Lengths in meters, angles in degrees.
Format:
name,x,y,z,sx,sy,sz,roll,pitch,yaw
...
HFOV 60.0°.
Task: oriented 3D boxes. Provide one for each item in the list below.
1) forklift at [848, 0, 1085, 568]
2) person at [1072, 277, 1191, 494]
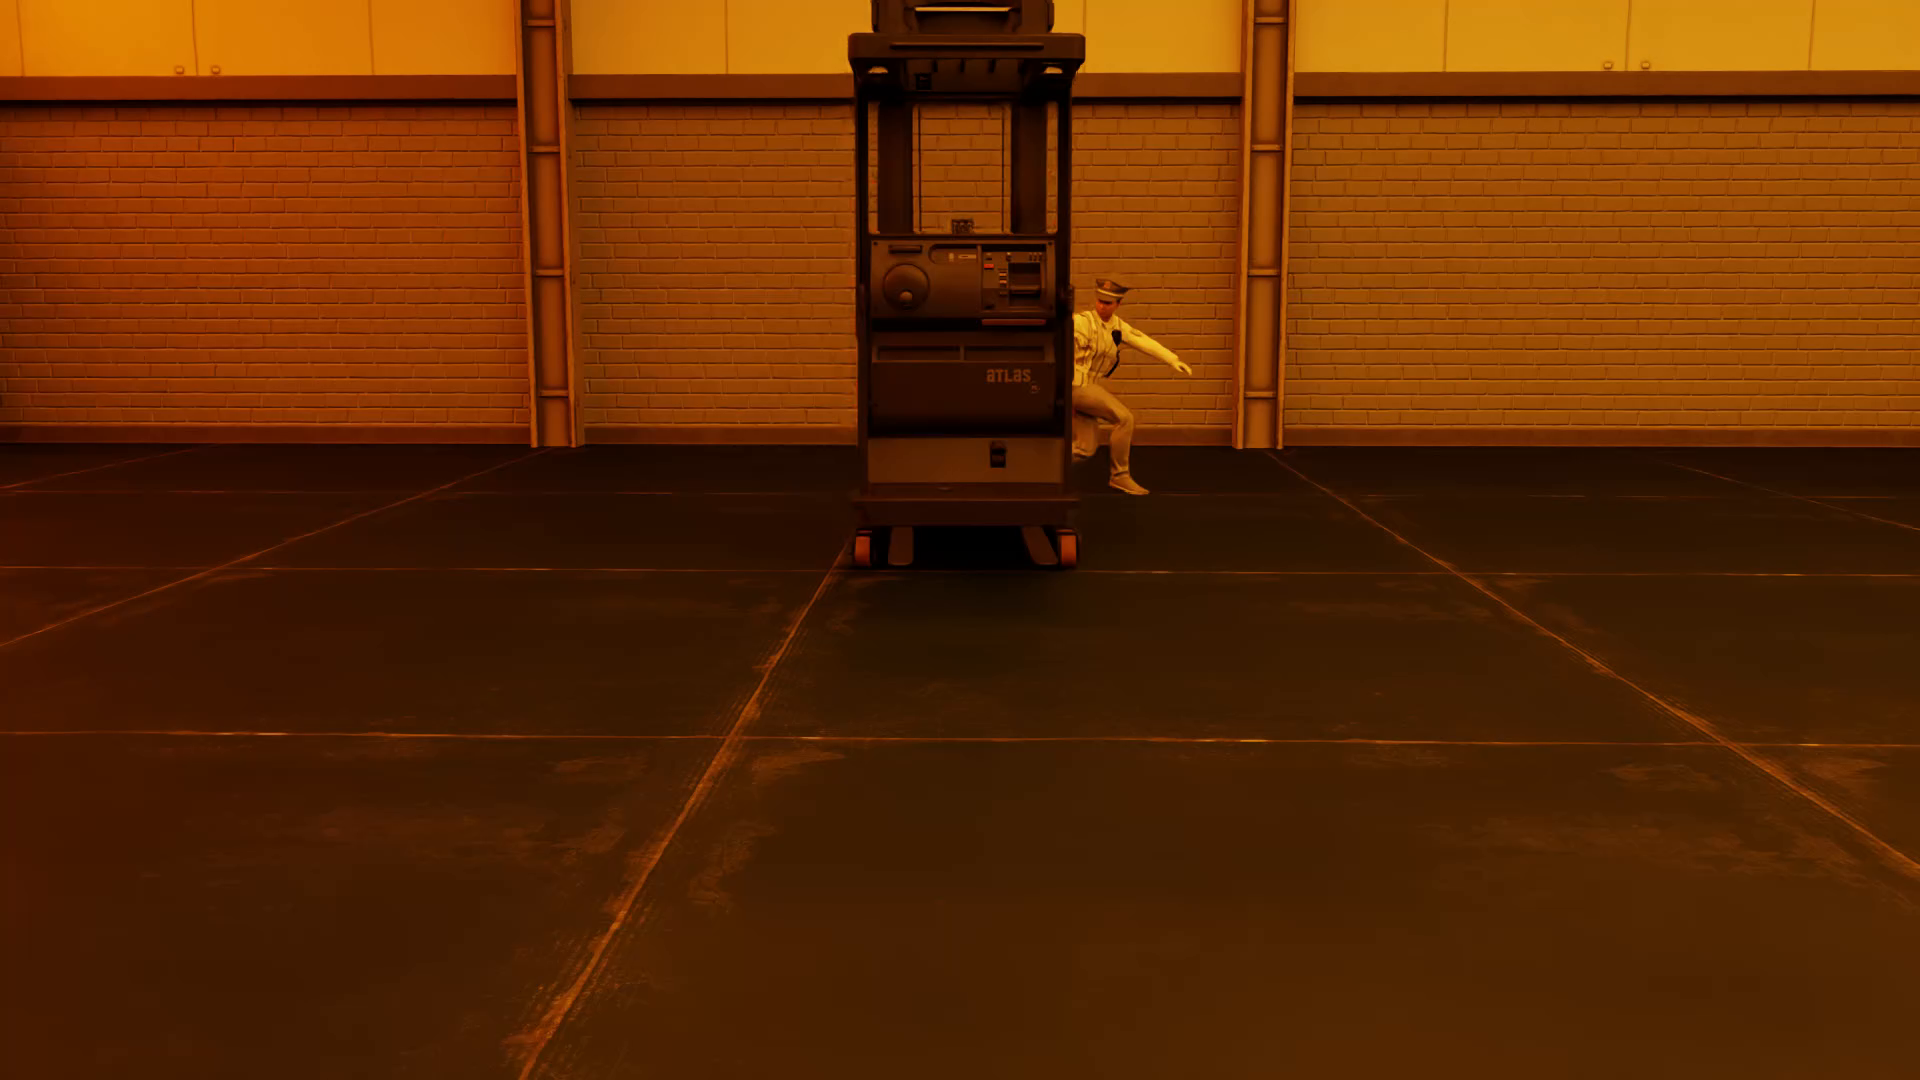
name,x,y,z,sx,sy,sz,roll,pitch,yaw
forklift,0.022,-1.357,8.176,1.130,2.935,3.031,0,9,-1
person,0.939,-0.980,10.800,1.067,1.440,0.799,3,9,19
